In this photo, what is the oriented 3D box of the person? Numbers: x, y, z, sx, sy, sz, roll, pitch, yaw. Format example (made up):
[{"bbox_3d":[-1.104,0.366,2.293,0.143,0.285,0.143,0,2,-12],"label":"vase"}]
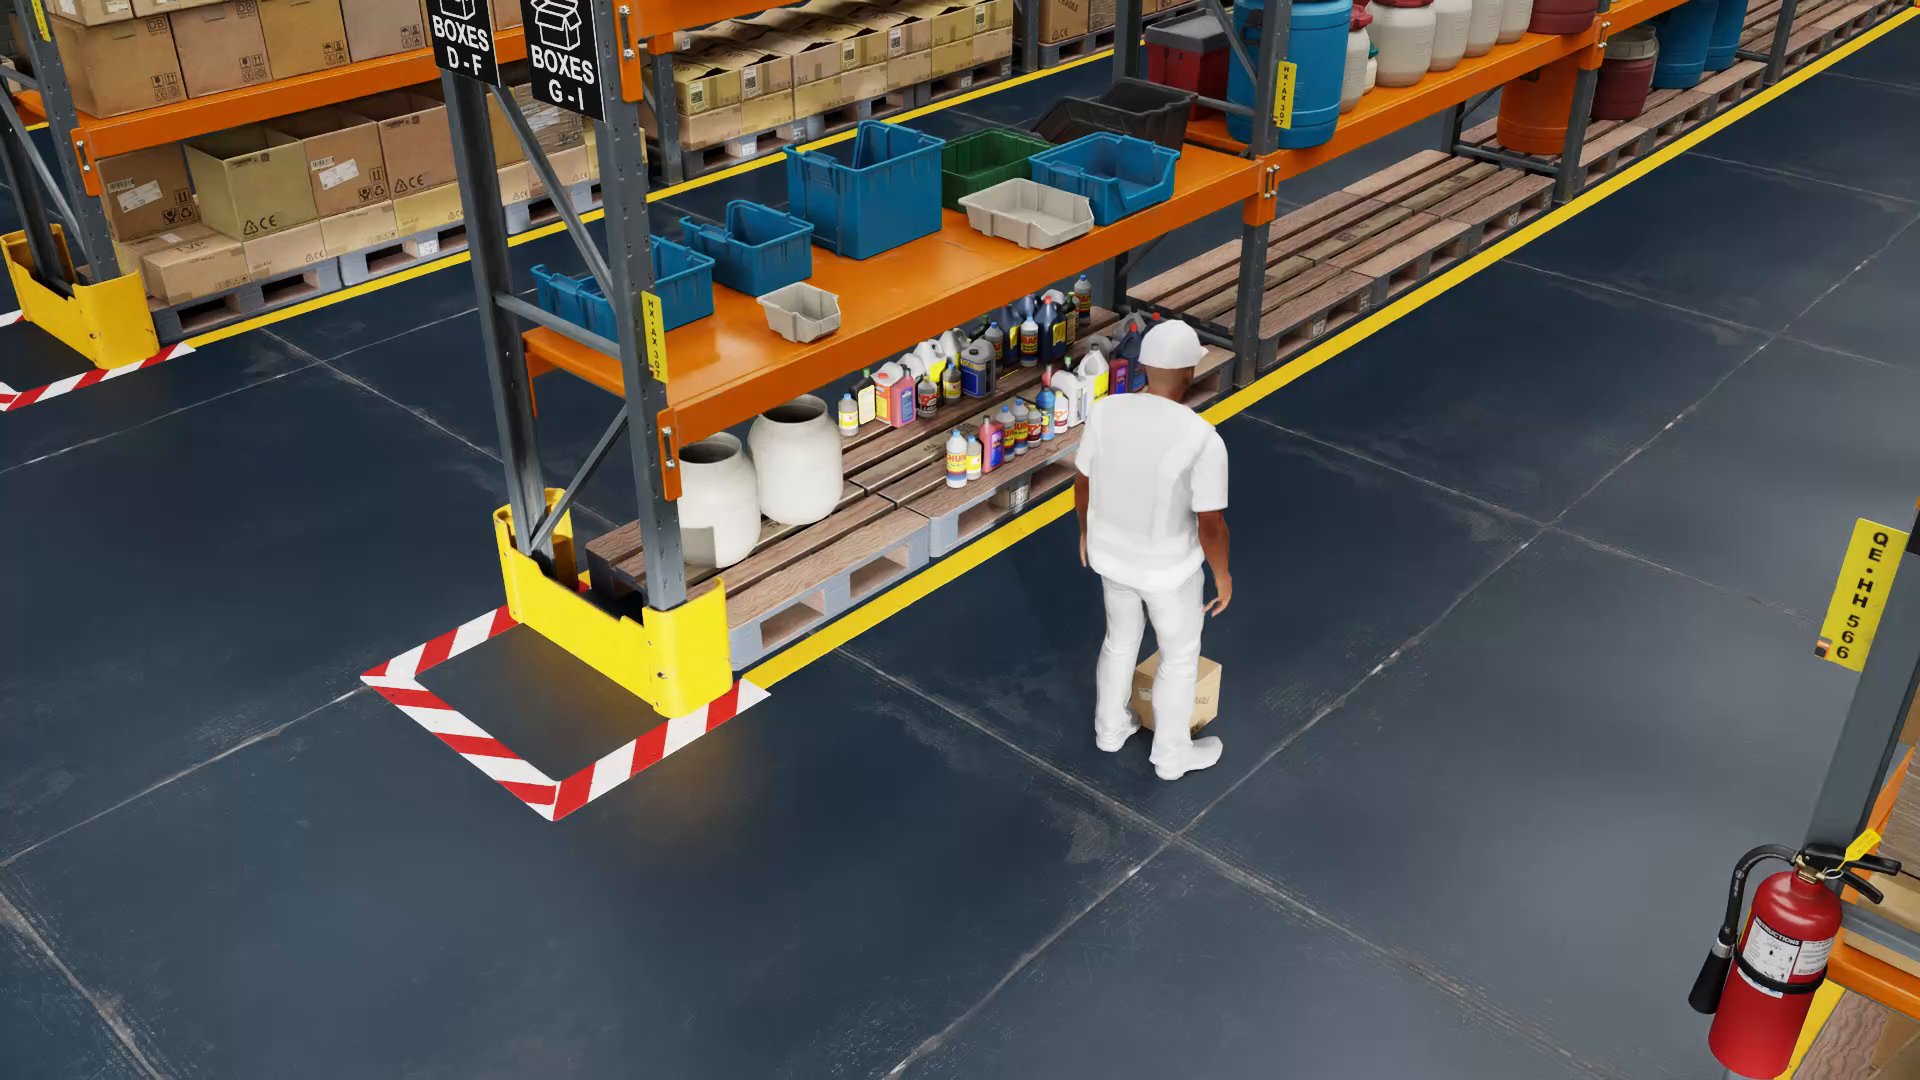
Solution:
[{"bbox_3d":[0.702,0.046,6.041,0.633,1.759,0.462,22,38,32],"label":"person"}]
